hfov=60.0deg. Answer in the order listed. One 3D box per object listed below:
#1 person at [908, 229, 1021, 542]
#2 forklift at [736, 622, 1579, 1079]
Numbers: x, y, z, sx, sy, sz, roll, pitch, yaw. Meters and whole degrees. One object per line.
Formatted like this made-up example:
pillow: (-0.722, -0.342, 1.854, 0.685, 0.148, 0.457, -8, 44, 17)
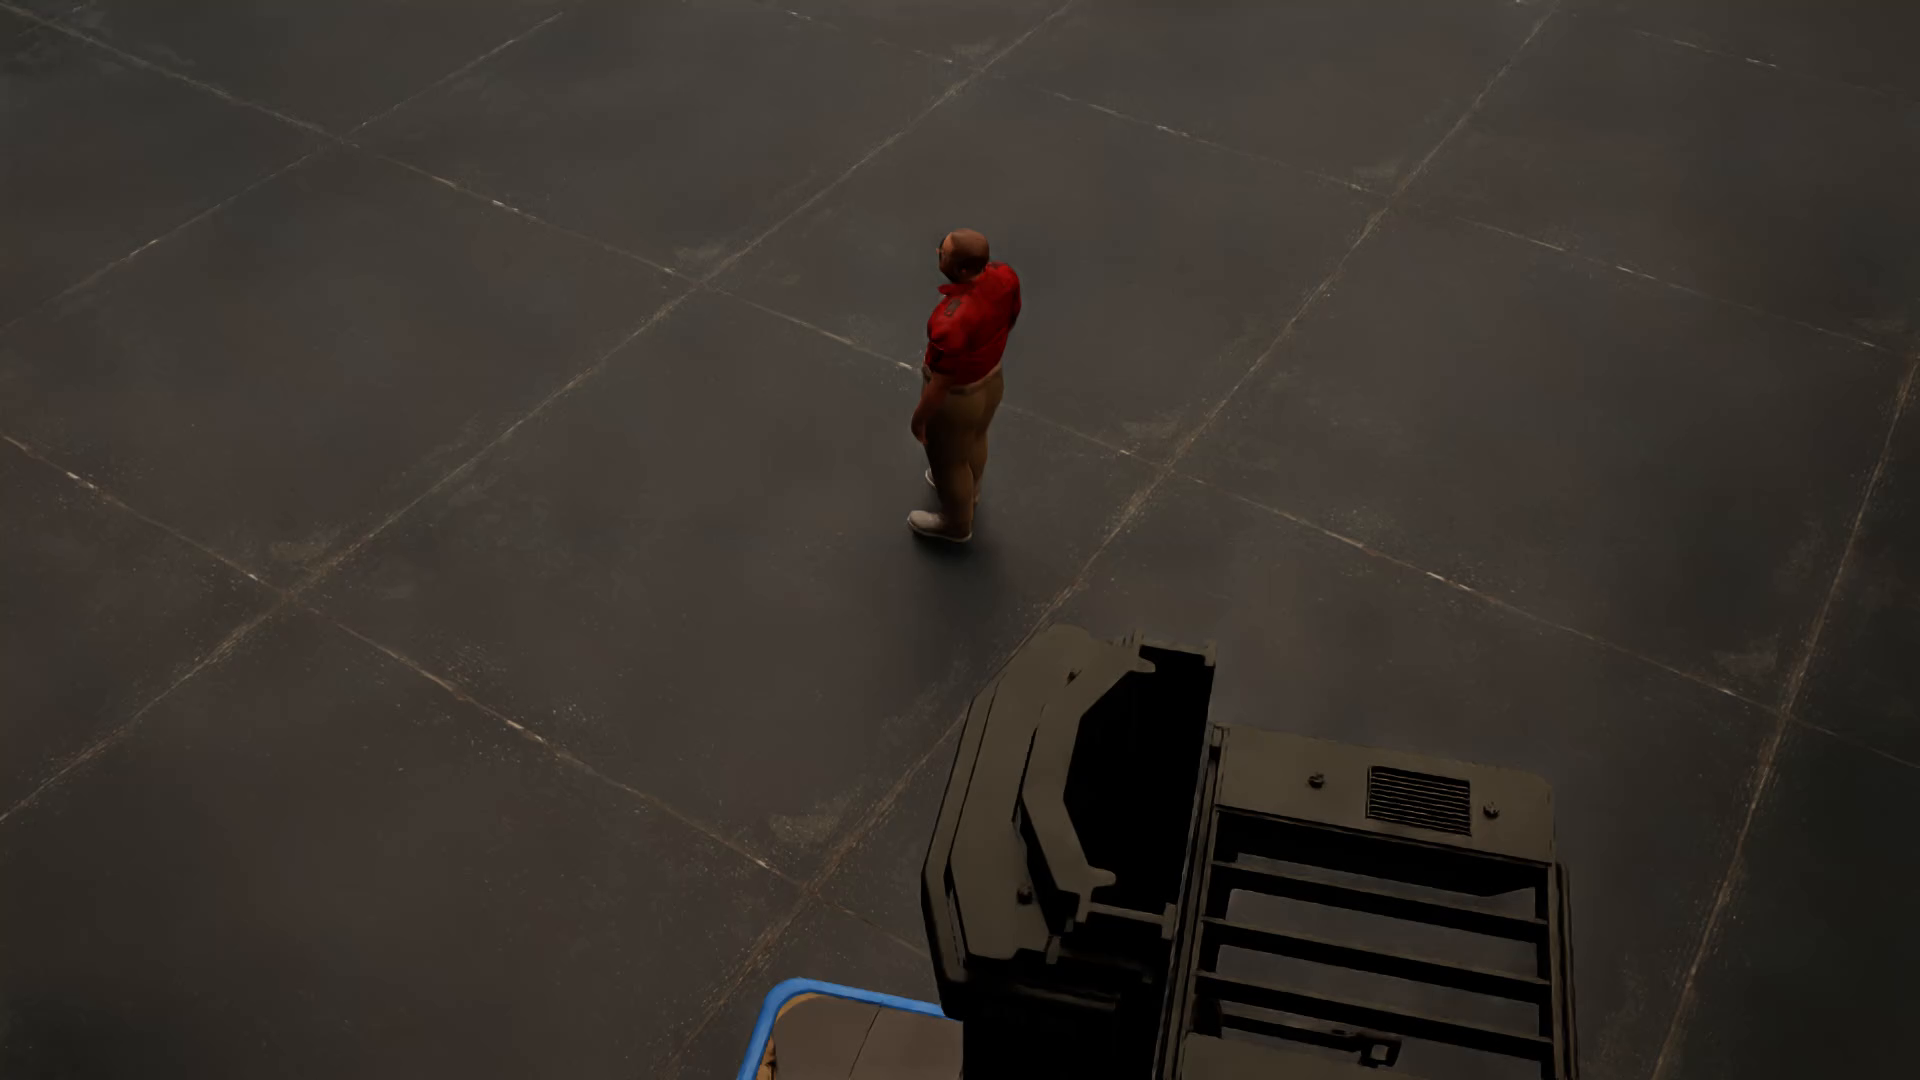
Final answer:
person: (-0.069, -0.702, 7.394, 0.550, 1.727, 0.640, 24, 48, 23)
forklift: (0.784, 1.577, 4.186, 3.031, 2.935, 1.130, 9, 44, 9)
